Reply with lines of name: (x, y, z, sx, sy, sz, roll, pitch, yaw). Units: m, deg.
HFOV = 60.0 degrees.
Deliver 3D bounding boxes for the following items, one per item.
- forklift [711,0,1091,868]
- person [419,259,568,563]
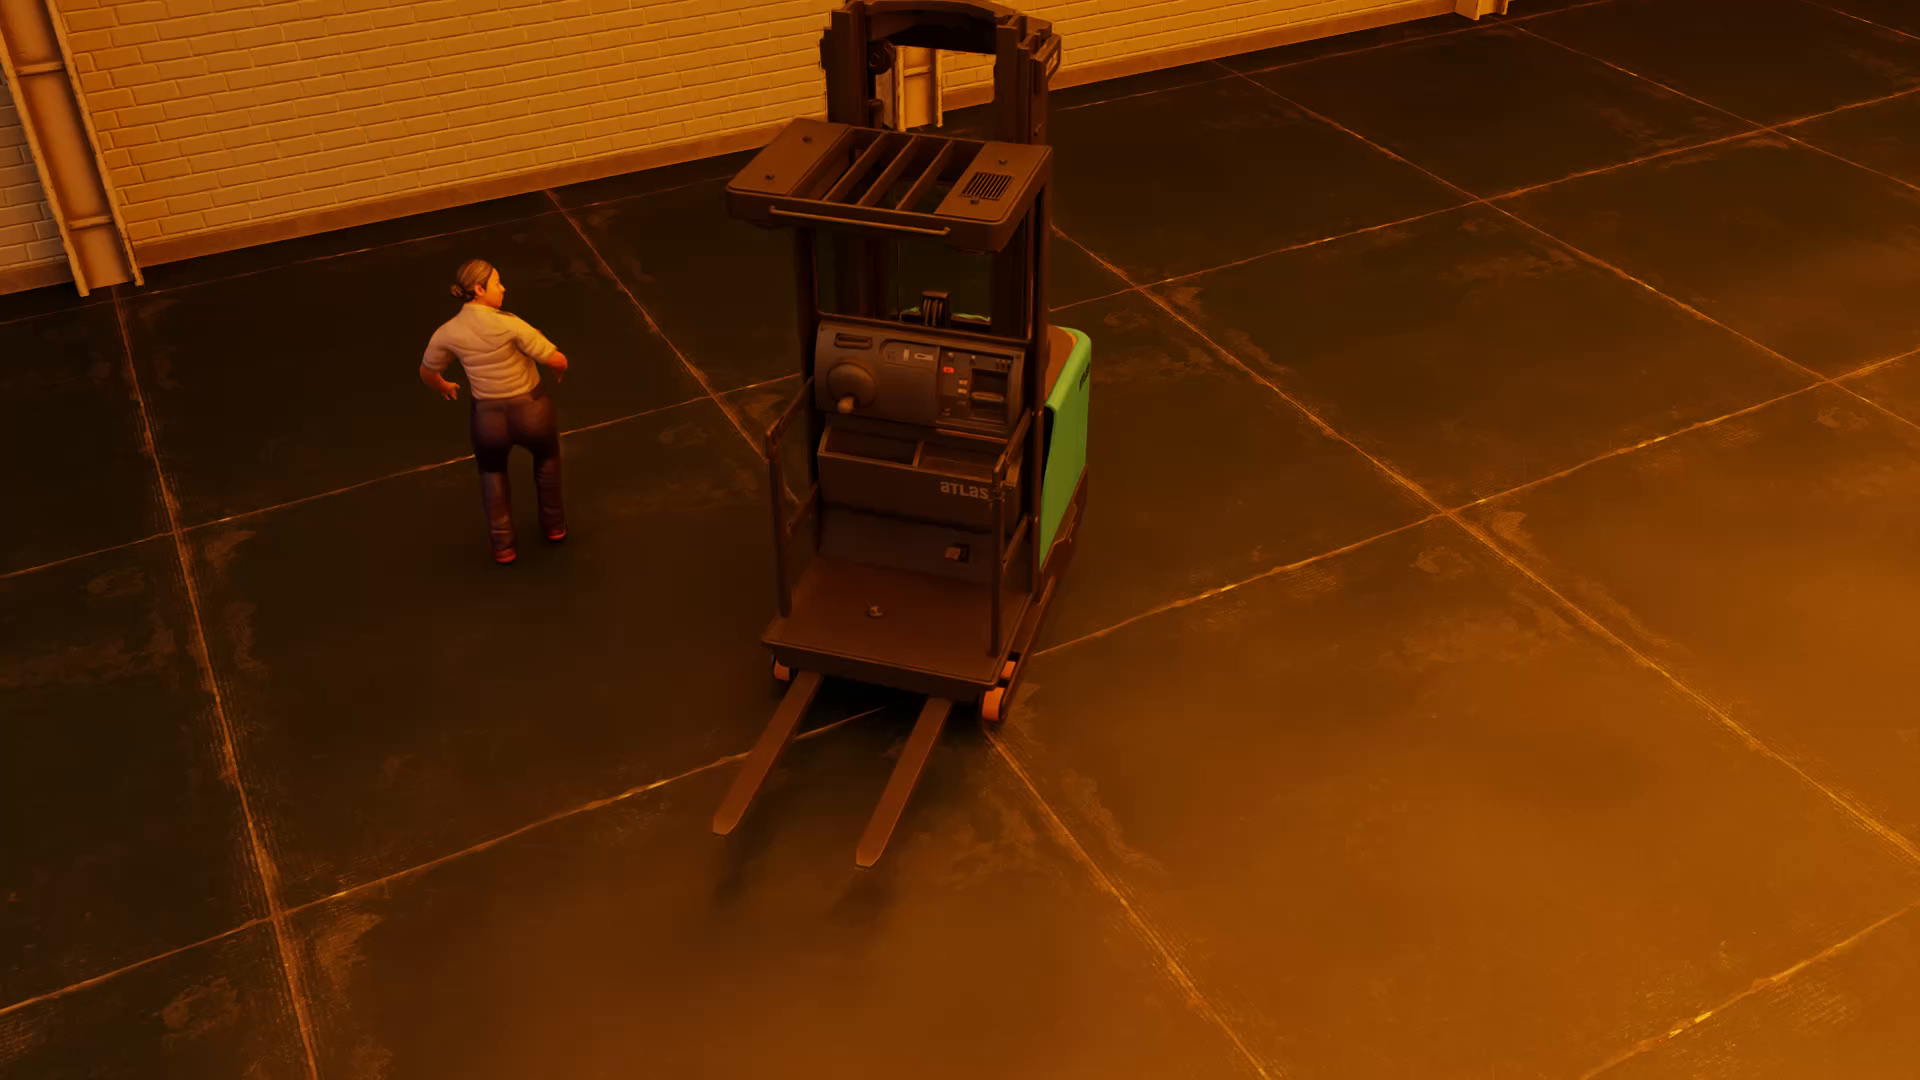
forklift: (-0.240, -0.631, 7.016, 1.130, 2.935, 3.031, 10, 36, 13)
person: (-2.255, -0.629, 8.208, 0.715, 1.591, 0.514, -4, 35, -5)
